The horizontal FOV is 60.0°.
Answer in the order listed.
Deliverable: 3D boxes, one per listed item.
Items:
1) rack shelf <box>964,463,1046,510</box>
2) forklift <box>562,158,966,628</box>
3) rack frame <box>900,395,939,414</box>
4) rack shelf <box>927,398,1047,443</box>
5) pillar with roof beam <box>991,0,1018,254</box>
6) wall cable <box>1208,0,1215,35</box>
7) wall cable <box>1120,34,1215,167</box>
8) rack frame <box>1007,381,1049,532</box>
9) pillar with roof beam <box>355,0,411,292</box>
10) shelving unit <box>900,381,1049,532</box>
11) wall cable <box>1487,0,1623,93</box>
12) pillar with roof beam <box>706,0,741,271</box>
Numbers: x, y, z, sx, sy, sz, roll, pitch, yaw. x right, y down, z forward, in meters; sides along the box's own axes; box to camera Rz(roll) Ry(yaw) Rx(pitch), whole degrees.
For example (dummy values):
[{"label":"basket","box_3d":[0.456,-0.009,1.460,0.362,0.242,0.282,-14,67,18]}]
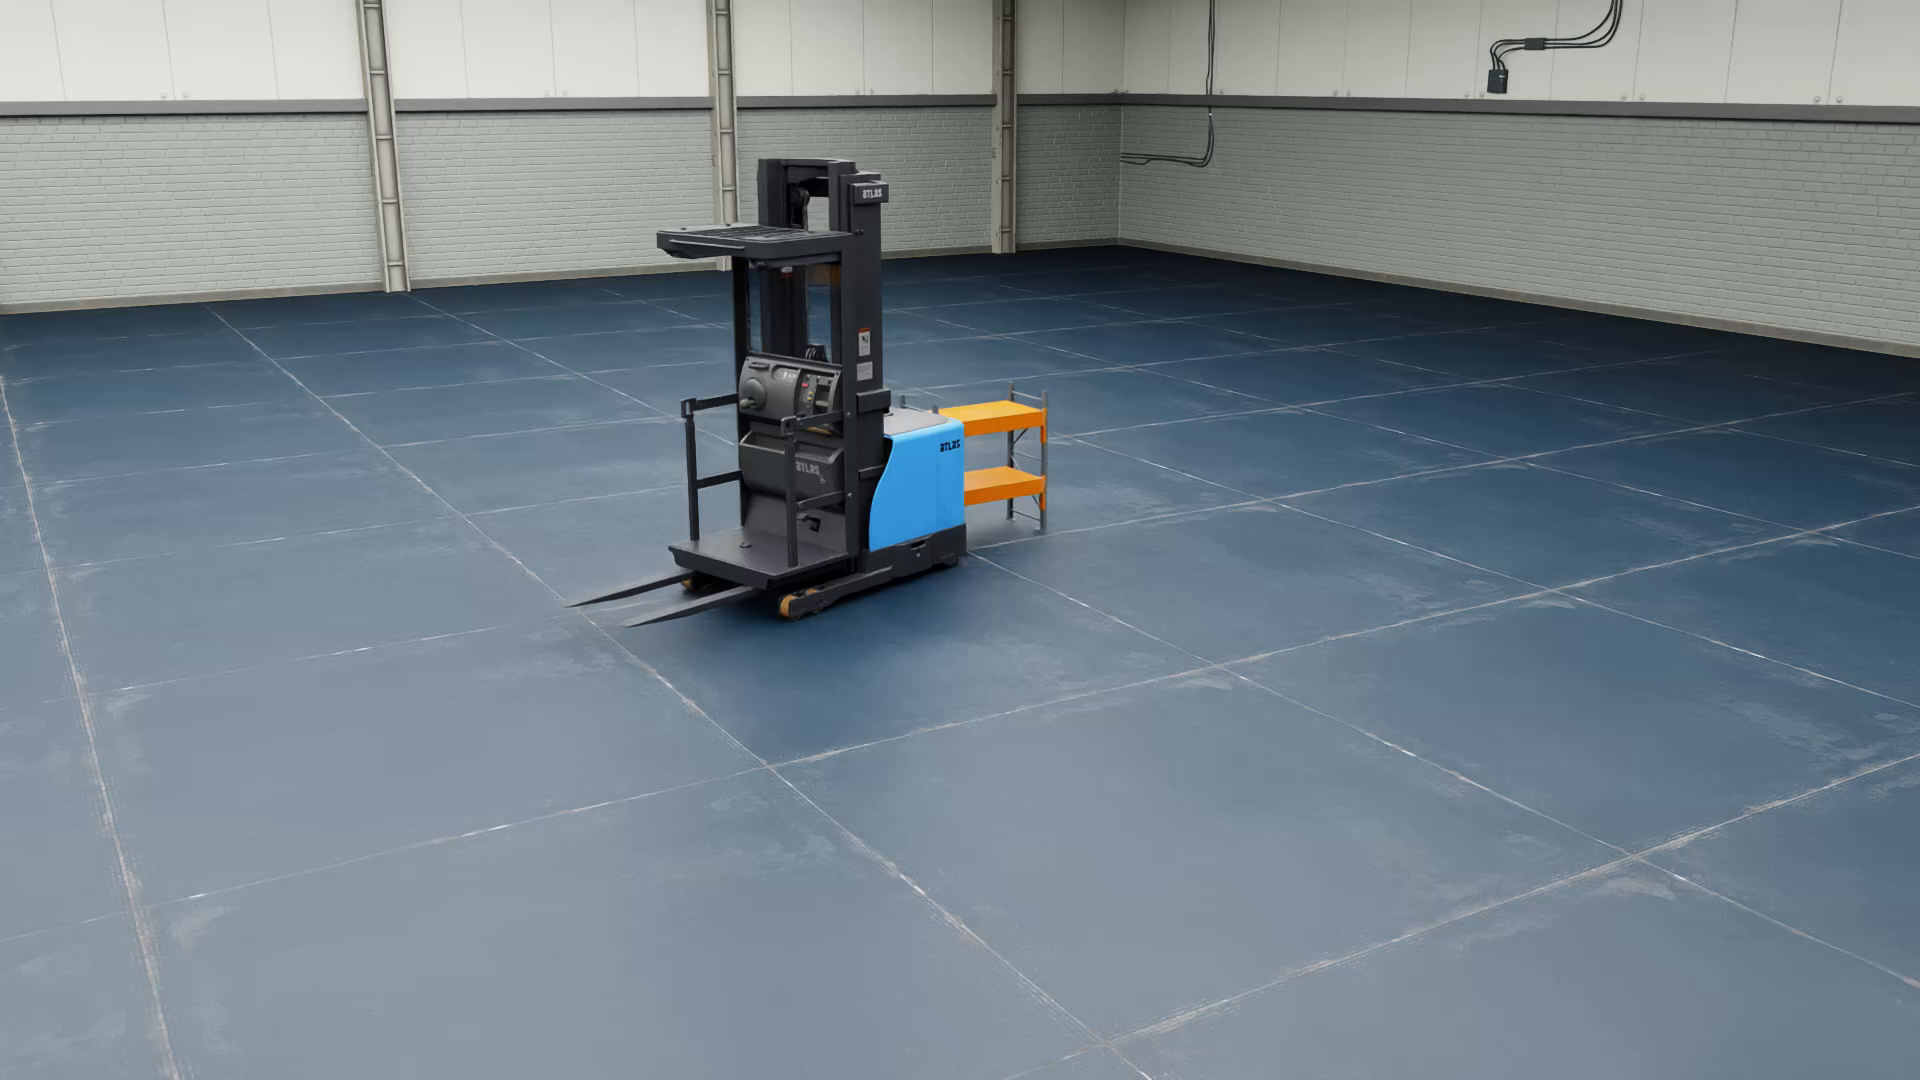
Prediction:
[{"label":"rack shelf","box_3d":[0.112,-0.354,12.993,1.000,0.278,0.538,-10,19,-32]},{"label":"forklift","box_3d":[-1.300,-1.032,11.161,1.130,2.935,3.031,13,20,39]},{"label":"rack frame","box_3d":[-0.310,-0.513,12.654,0.032,1.125,0.500,-10,19,-32]},{"label":"rack shelf","box_3d":[0.112,-0.871,12.848,1.000,0.278,0.538,-10,19,-32]},{"label":"pillar with roof beam","box_3d":[3.095,-9.169,28.947,0.400,9.000,9.100,-9,18,-30]},{"label":"wall cable","box_3d":[5.478,-10.579,30.374,0.112,2.526,3.097,-9,18,-30]},{"label":"wall cable","box_3d":[4.084,-8.773,33.288,0.112,2.526,3.097,-9,18,-30]},{"label":"rack frame","box_3d":[0.534,-0.665,13.200,0.032,1.125,0.500,-10,19,-32]},{"label":"pillar with roof beam","box_3d":[-7.191,-7.501,22.996,0.400,9.000,9.100,-9,18,-30]},{"label":"shelving unit","box_3d":[0.112,-0.589,12.927,1.048,1.125,0.538,-10,19,-32]},{"label":"wall cable","box_3d":[8.960,-9.707,24.567,0.169,6.003,2.305,-9,18,-30]},{"label":"pillar with roof beam","box_3d":[-2.048,-8.335,25.971,0.400,9.000,9.100,-9,18,-30]}]
